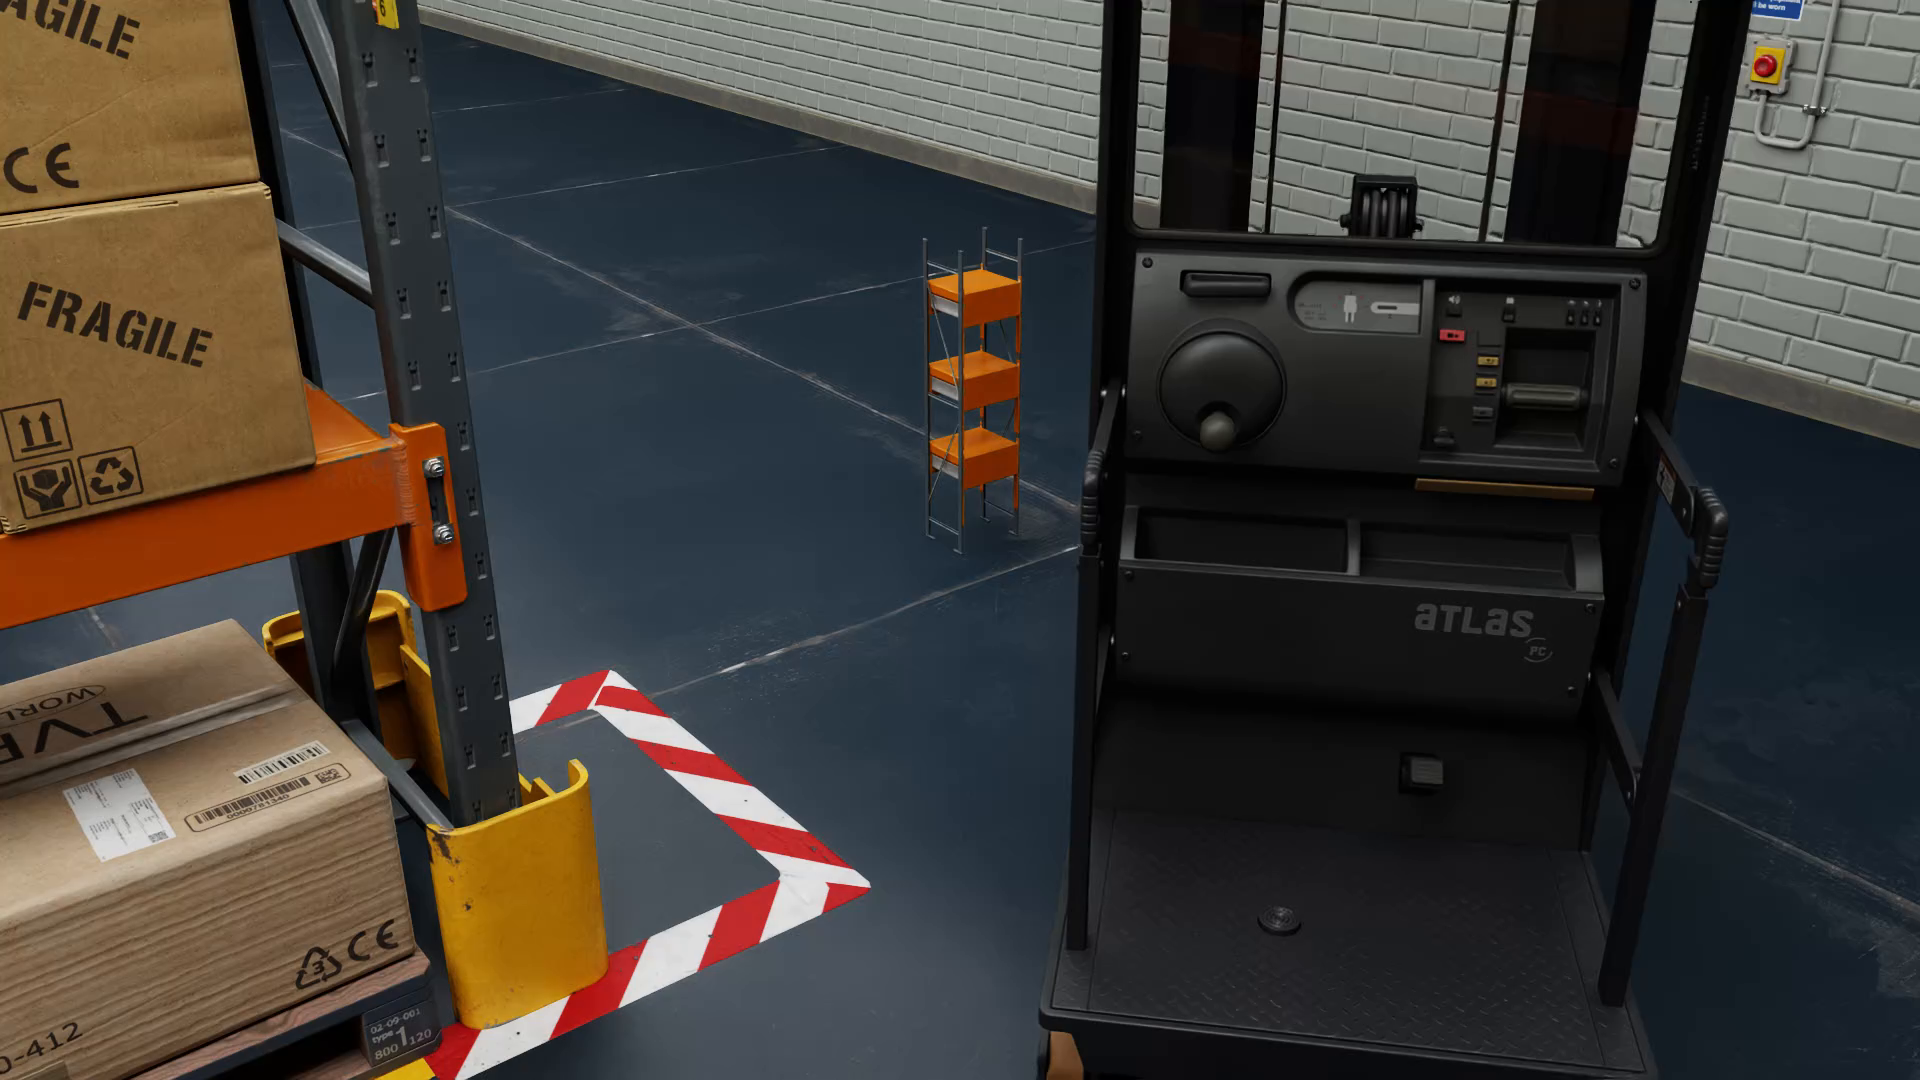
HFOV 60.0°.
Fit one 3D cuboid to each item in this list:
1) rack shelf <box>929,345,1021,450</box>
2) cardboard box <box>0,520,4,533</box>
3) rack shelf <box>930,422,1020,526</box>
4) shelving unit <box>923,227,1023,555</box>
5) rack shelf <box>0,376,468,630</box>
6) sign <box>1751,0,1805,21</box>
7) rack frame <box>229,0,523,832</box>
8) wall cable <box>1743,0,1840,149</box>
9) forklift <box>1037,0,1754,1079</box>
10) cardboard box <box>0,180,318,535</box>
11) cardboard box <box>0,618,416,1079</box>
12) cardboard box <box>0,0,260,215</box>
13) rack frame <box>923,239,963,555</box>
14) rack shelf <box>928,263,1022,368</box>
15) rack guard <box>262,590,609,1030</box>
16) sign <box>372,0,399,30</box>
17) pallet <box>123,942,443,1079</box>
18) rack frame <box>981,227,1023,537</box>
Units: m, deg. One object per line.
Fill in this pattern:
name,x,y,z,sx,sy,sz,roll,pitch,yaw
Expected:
rack shelf,0.042,-0.481,5.563,0.240,0.259,0.215,-18,31,-34
cardboard box,-1.890,-0.252,2.612,0.500,0.500,0.500,-19,31,-35
rack shelf,0.042,-0.228,5.680,0.240,0.259,0.215,-18,31,-34
shelving unit,0.042,-0.490,5.559,0.252,1.050,0.215,-18,31,-34
rack shelf,-2.843,0.301,2.394,4.000,0.370,1.077,-18,31,-34
sign,3.172,-2.172,6.546,0.001,0.218,0.327,-18,31,-34
rack frame,-1.269,-0.545,3.362,0.127,3.000,1.000,-18,31,-34
wall cable,3.153,-2.493,6.314,0.123,1.953,0.585,-18,31,-34
forklift,0.755,-0.301,2.917,1.130,2.935,3.031,4,25,8
cardboard box,-1.486,-0.378,2.882,0.500,0.500,0.500,-18,30,-34
cardboard box,-1.727,0.631,3.372,0.875,0.438,0.875,-19,31,-36
cardboard box,-1.502,-0.840,2.690,0.500,0.500,0.500,-17,30,-32
rack frame,-0.054,-0.458,5.491,0.008,1.050,0.200,-18,31,-34
rack shelf,0.042,-0.738,5.444,0.240,0.259,0.215,-18,31,-34
rack guard,-1.250,0.582,3.901,0.348,0.500,1.175,-18,31,-34
sign,-0.945,-0.995,2.673,0.005,0.325,0.100,-18,31,-34
pallet,-1.850,0.953,3.445,1.213,0.211,1.003,-18,31,-34
rack frame,0.138,-0.522,5.627,0.008,1.050,0.200,-18,31,-34
